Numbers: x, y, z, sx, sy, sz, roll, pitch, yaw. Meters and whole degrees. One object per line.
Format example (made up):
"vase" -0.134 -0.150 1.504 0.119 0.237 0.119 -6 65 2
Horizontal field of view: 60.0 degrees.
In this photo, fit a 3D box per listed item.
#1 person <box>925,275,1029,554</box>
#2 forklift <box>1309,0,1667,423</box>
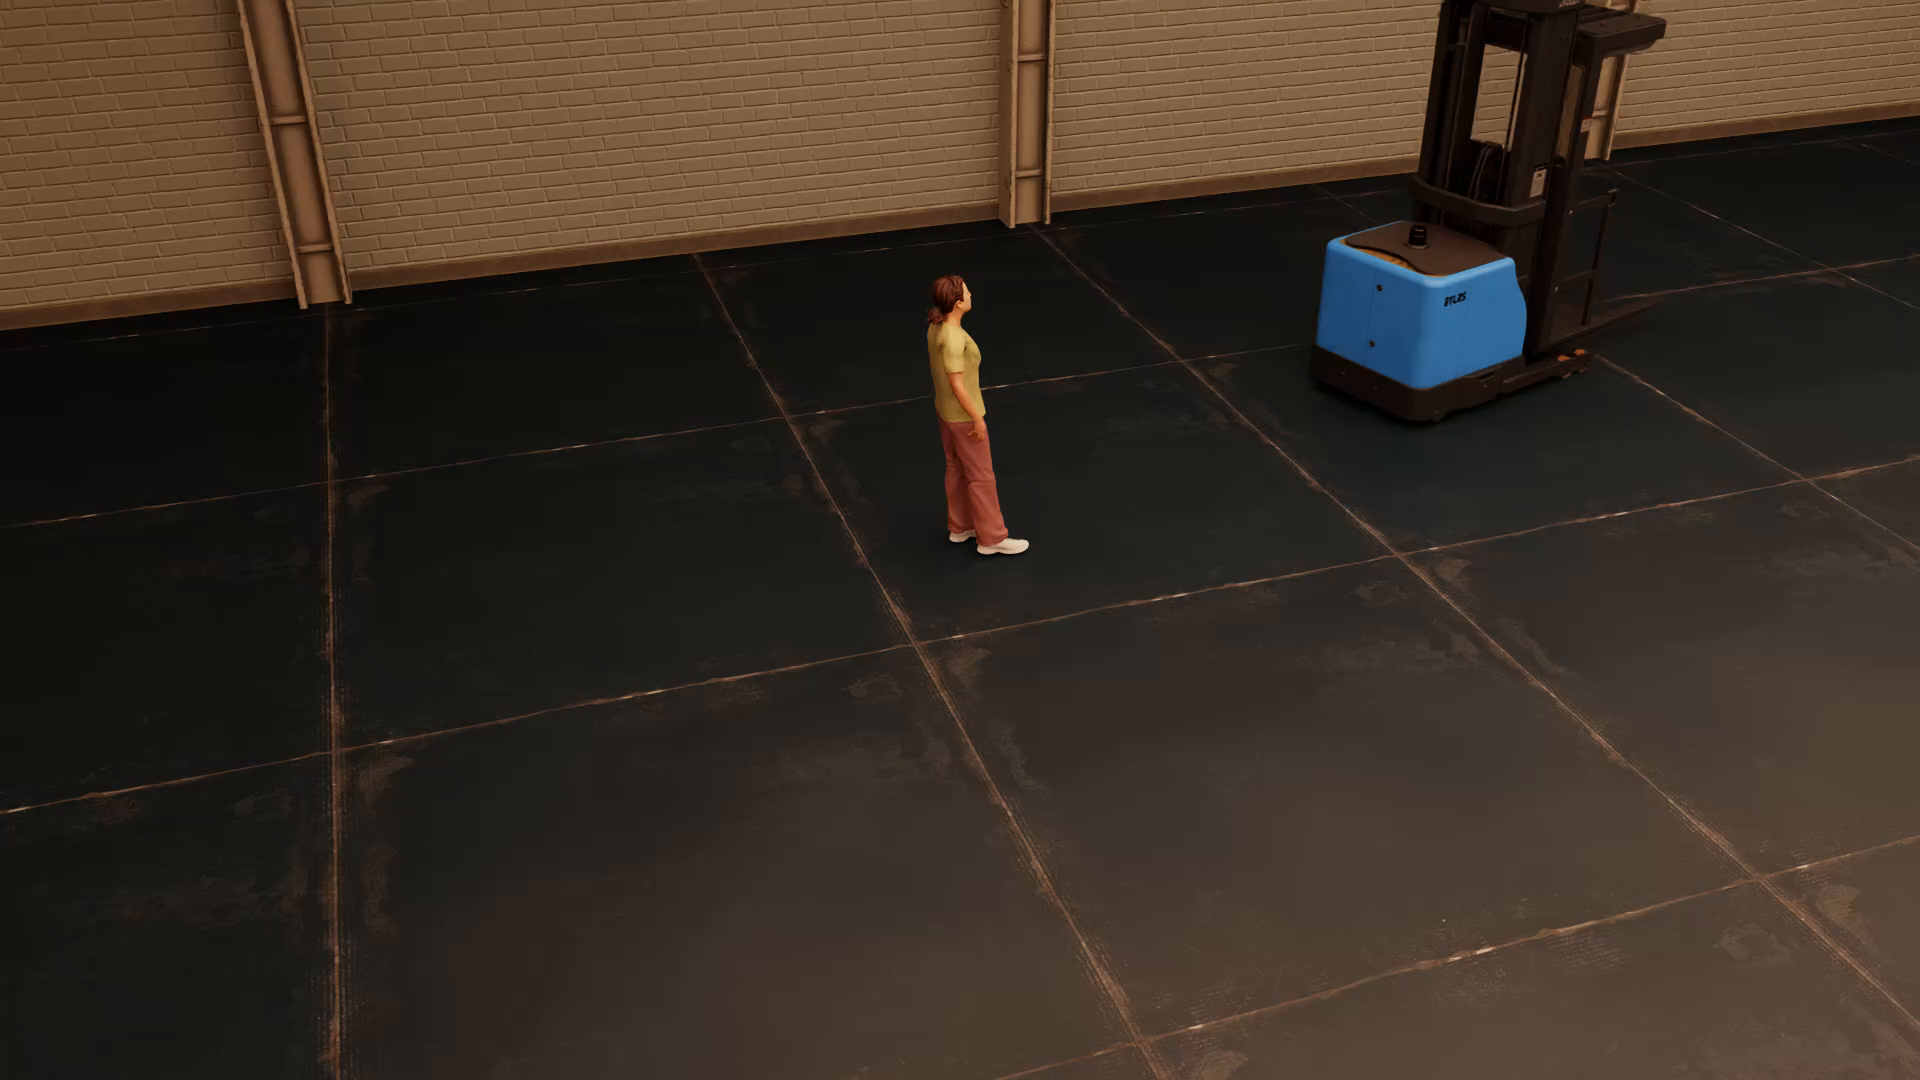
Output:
"person" 0.074 -0.739 9.615 0.548 1.673 0.553 -10 31 -16
"forklift" 4.012 -2.637 11.670 3.031 2.935 1.130 -19 35 -30
